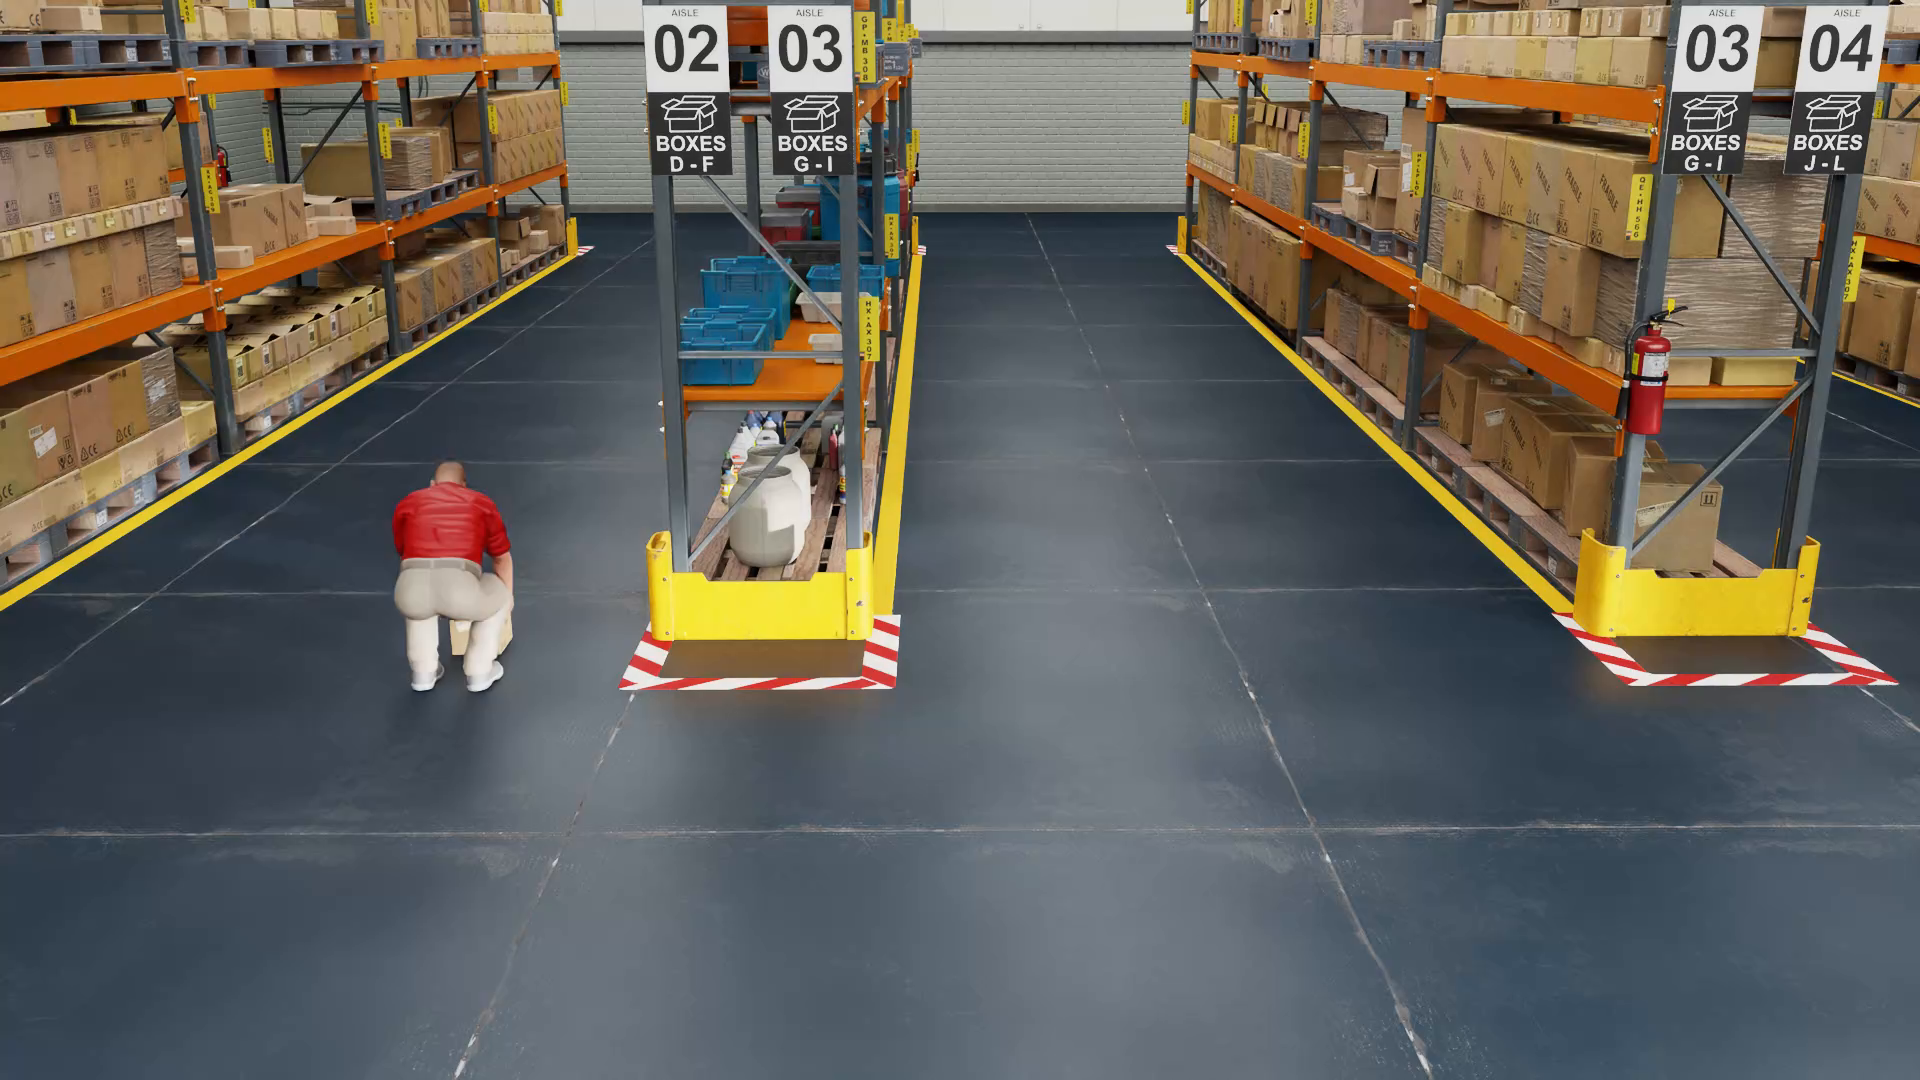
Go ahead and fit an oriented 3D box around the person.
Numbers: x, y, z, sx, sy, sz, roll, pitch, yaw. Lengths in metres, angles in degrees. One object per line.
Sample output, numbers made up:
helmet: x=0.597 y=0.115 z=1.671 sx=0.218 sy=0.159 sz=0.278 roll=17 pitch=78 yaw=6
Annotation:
person: x=-2.528 y=0.186 z=8.199 sx=0.570 sy=1.012 sz=0.865 roll=0 pitch=17 yaw=-1
